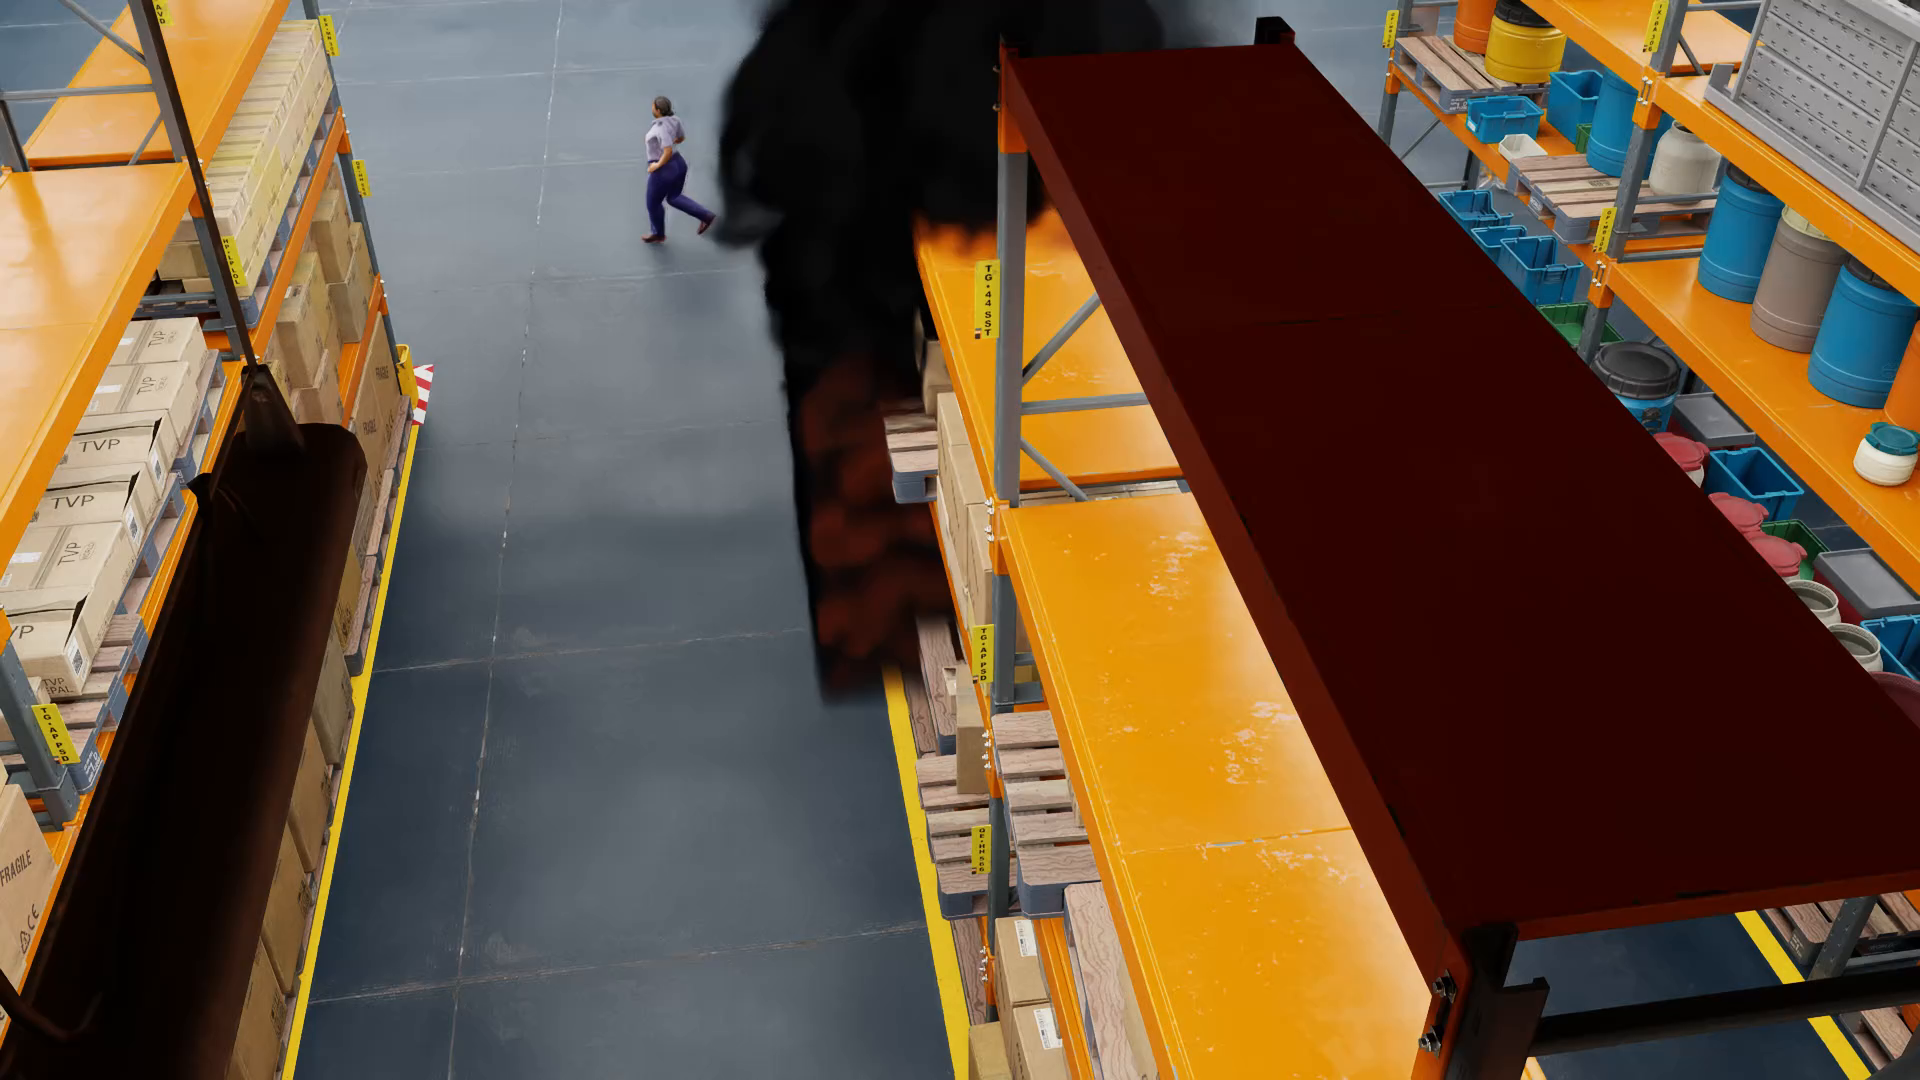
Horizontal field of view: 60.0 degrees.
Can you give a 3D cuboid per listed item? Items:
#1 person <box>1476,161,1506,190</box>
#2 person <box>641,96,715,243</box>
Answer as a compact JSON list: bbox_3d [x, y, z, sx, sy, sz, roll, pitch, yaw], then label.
[{"bbox_3d":[5.988,-4.591,18.377,0.672,1.596,0.543,15,39,19],"label":"person"},{"bbox_3d":[-3.016,-3.826,17.297,0.849,1.640,0.607,12,38,15],"label":"person"}]
